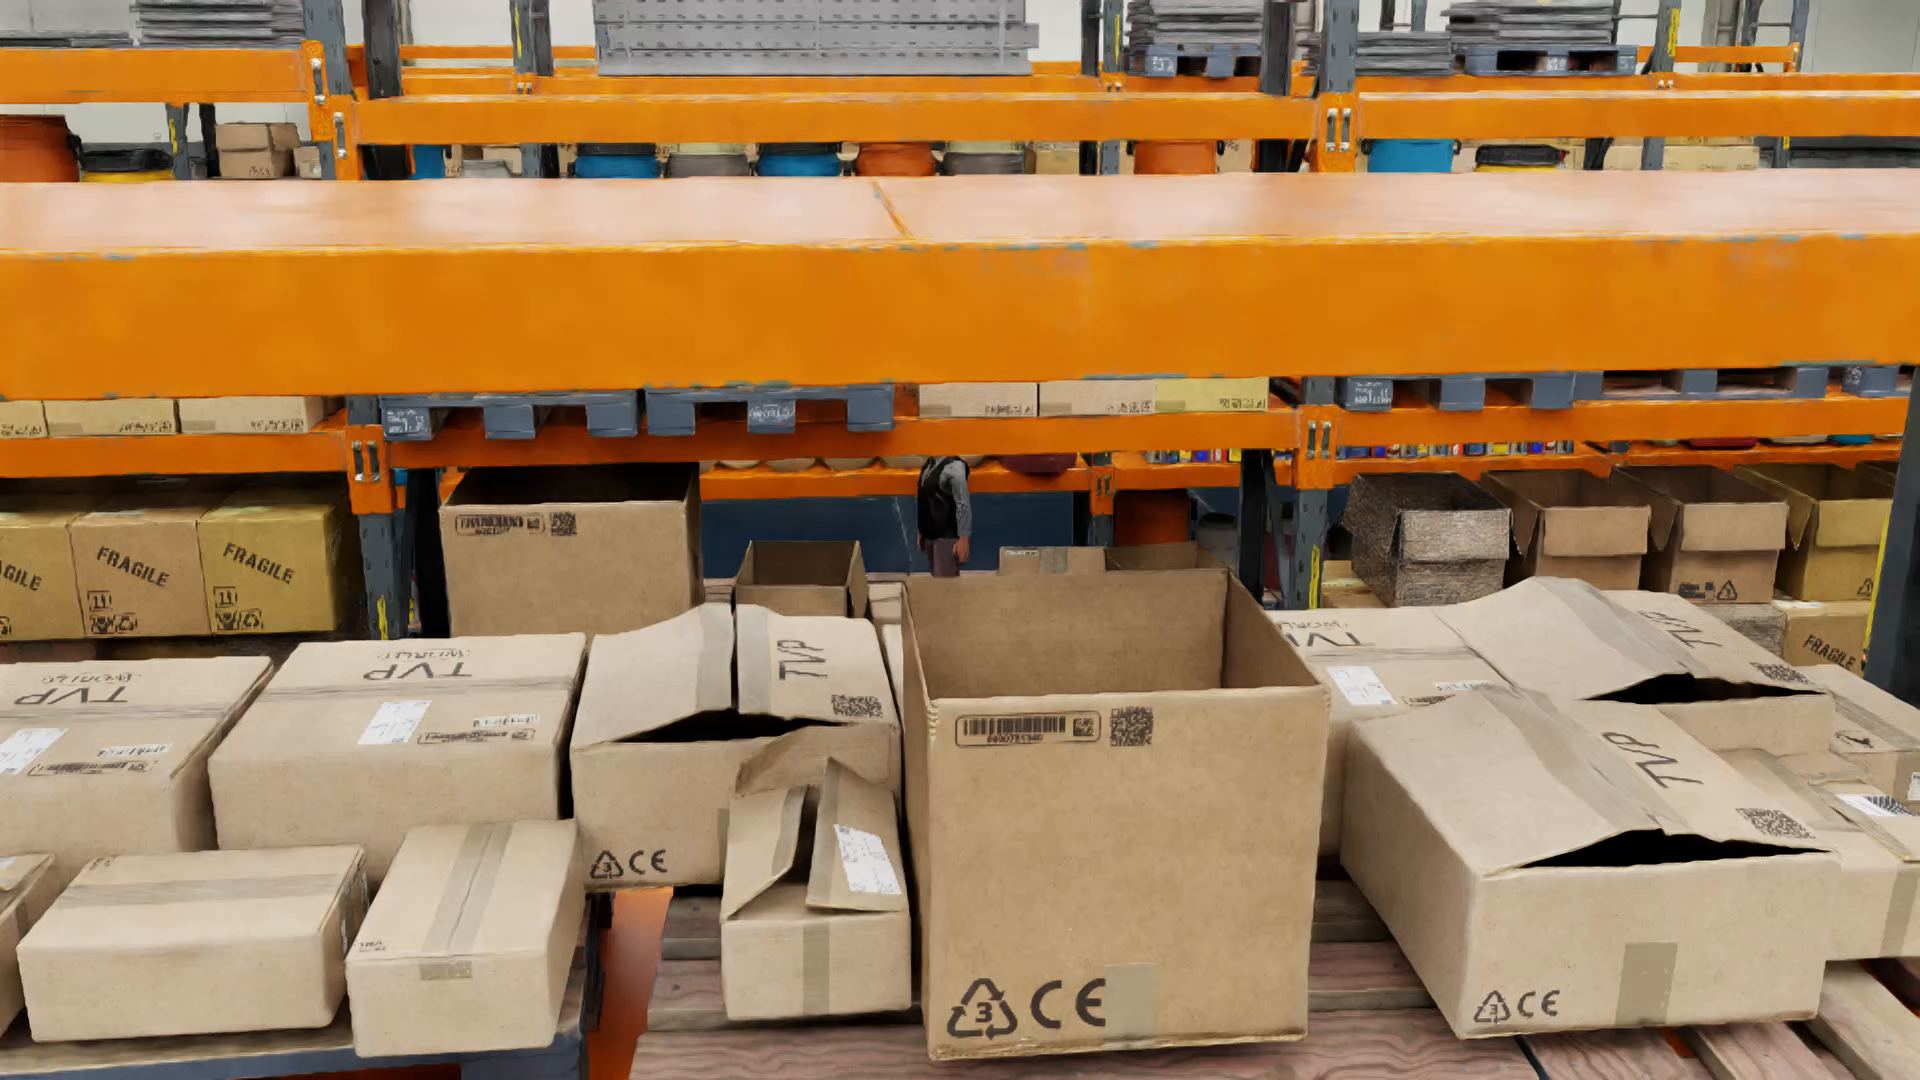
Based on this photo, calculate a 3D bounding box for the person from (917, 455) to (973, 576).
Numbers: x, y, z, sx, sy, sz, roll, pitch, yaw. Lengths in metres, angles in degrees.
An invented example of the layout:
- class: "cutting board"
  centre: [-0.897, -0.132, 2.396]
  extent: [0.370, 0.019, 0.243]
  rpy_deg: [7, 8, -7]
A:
- class: "person"
  centre: [-0.148, -0.003, 12.037]
  extent: [0.533, 1.715, 0.655]
  rpy_deg: [-7, 18, -22]
